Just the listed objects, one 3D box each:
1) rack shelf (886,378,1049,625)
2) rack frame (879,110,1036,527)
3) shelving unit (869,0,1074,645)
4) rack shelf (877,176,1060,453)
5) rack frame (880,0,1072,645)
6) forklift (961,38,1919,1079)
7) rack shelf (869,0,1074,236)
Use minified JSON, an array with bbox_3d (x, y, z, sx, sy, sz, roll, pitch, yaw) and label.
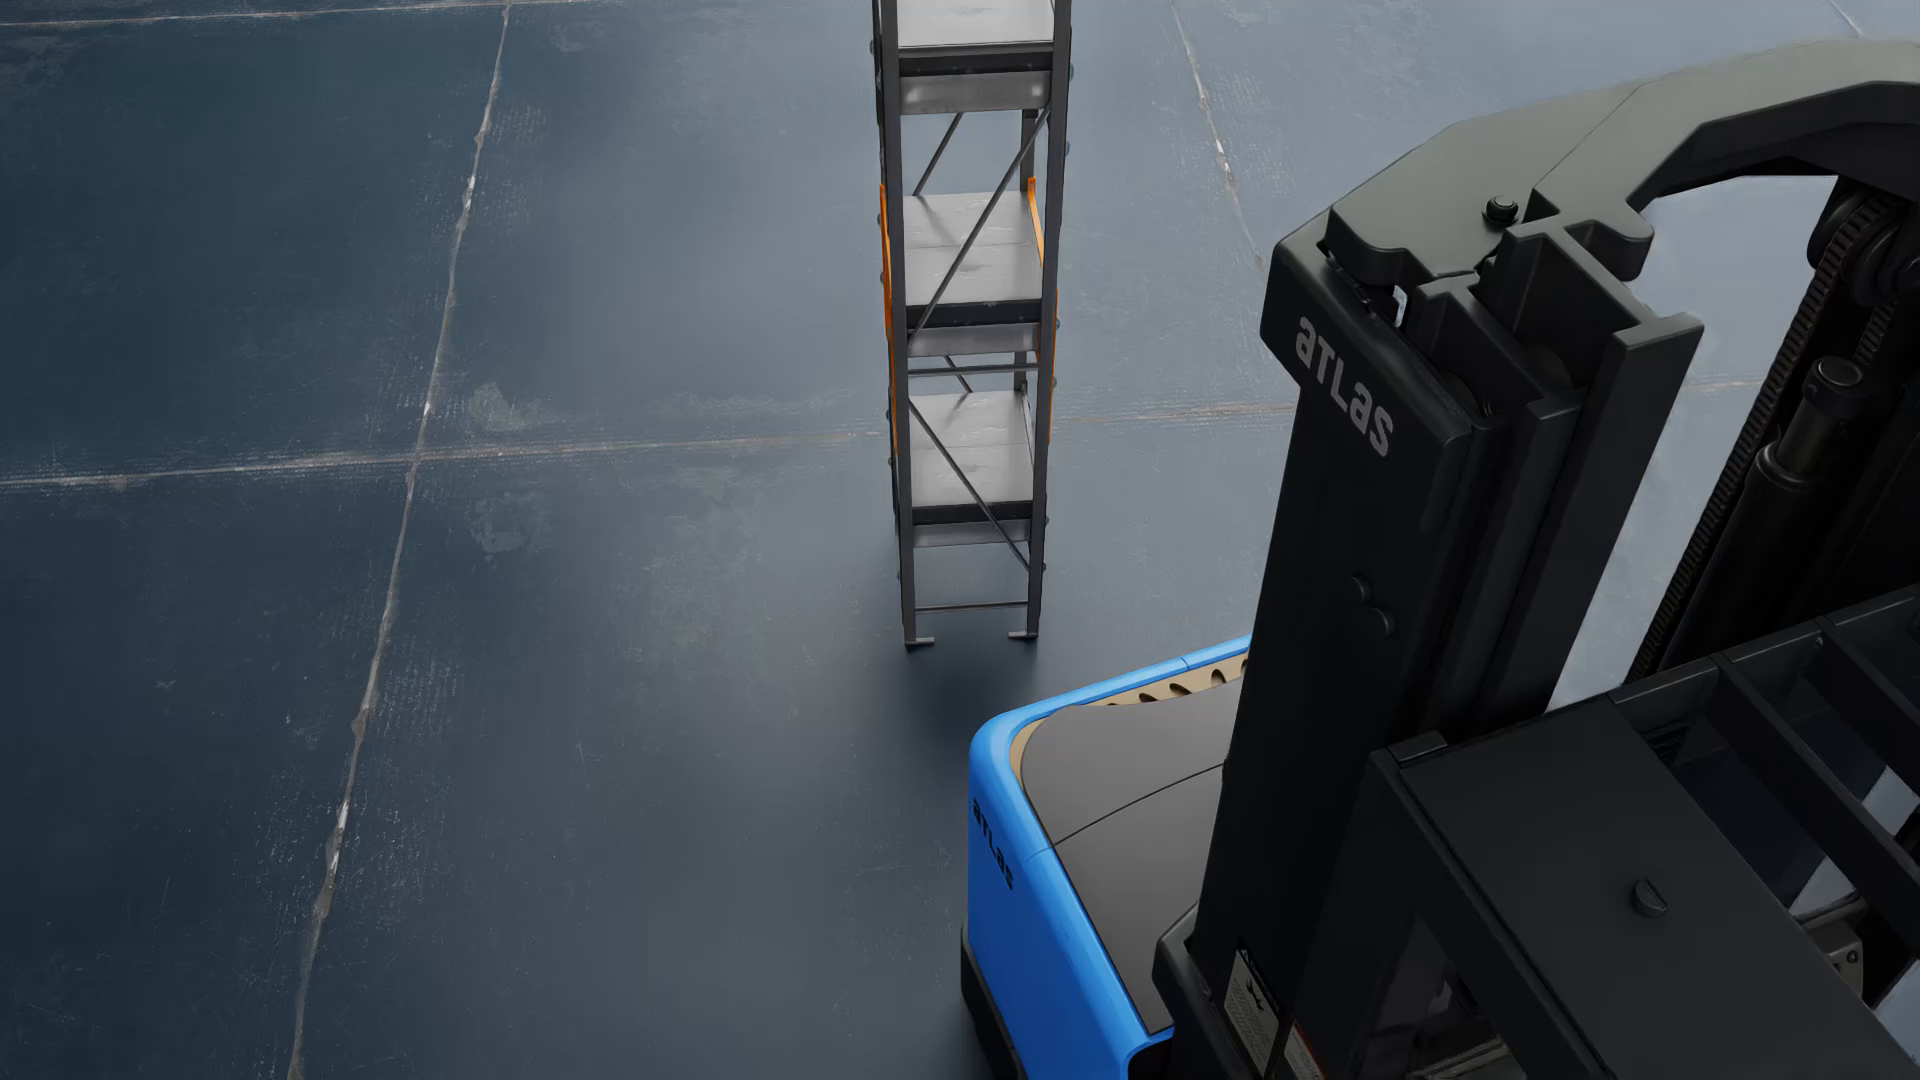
[{"bbox_3d":[0.014,-0.112,4.892,0.431,0.518,0.480,-3,47,-3],"label":"rack shelf"},{"bbox_3d":[-0.007,-0.779,4.541,0.400,2.100,0.015,-3,47,-3],"label":"rack frame"},{"bbox_3d":[0.014,-0.602,4.374,0.431,2.100,0.503,-3,47,-3],"label":"shelving unit"},{"bbox_3d":[0.014,-0.593,4.384,0.431,0.518,0.480,-3,47,-3],"label":"rack shelf"},{"bbox_3d":[0.034,-0.426,4.207,0.400,2.100,0.015,-3,47,-3],"label":"rack frame"},{"bbox_3d":[1.017,0.975,2.308,1.130,2.935,3.031,-16,49,-15],"label":"forklift"},{"bbox_3d":[0.014,-1.074,3.876,0.431,0.518,0.480,-3,47,-3],"label":"rack shelf"}]
